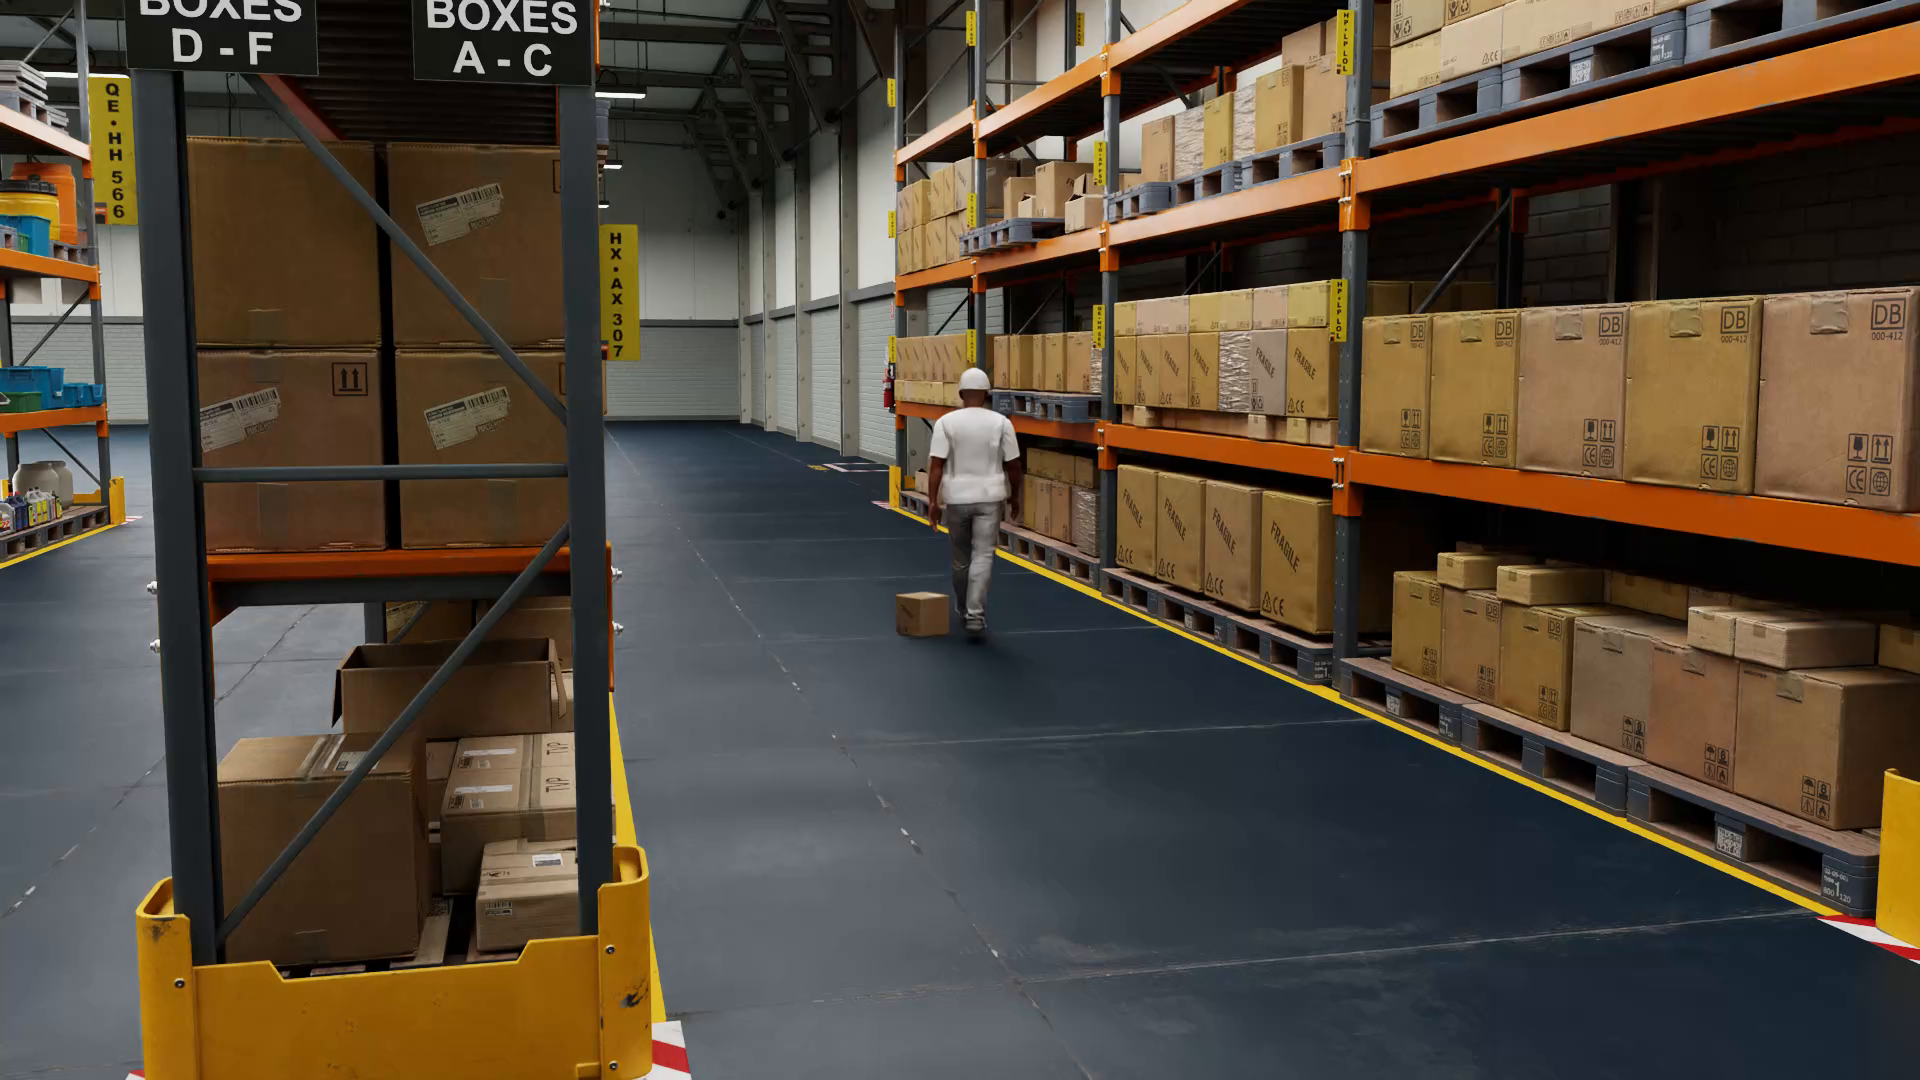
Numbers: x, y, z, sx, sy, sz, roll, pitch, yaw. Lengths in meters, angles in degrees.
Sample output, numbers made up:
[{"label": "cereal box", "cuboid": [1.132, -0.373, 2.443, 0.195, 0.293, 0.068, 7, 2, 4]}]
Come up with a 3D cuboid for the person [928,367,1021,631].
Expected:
[{"label": "person", "cuboid": [0.112, -0.273, 10.926, 0.580, 1.714, 1.068, 1, 6, 8]}]
